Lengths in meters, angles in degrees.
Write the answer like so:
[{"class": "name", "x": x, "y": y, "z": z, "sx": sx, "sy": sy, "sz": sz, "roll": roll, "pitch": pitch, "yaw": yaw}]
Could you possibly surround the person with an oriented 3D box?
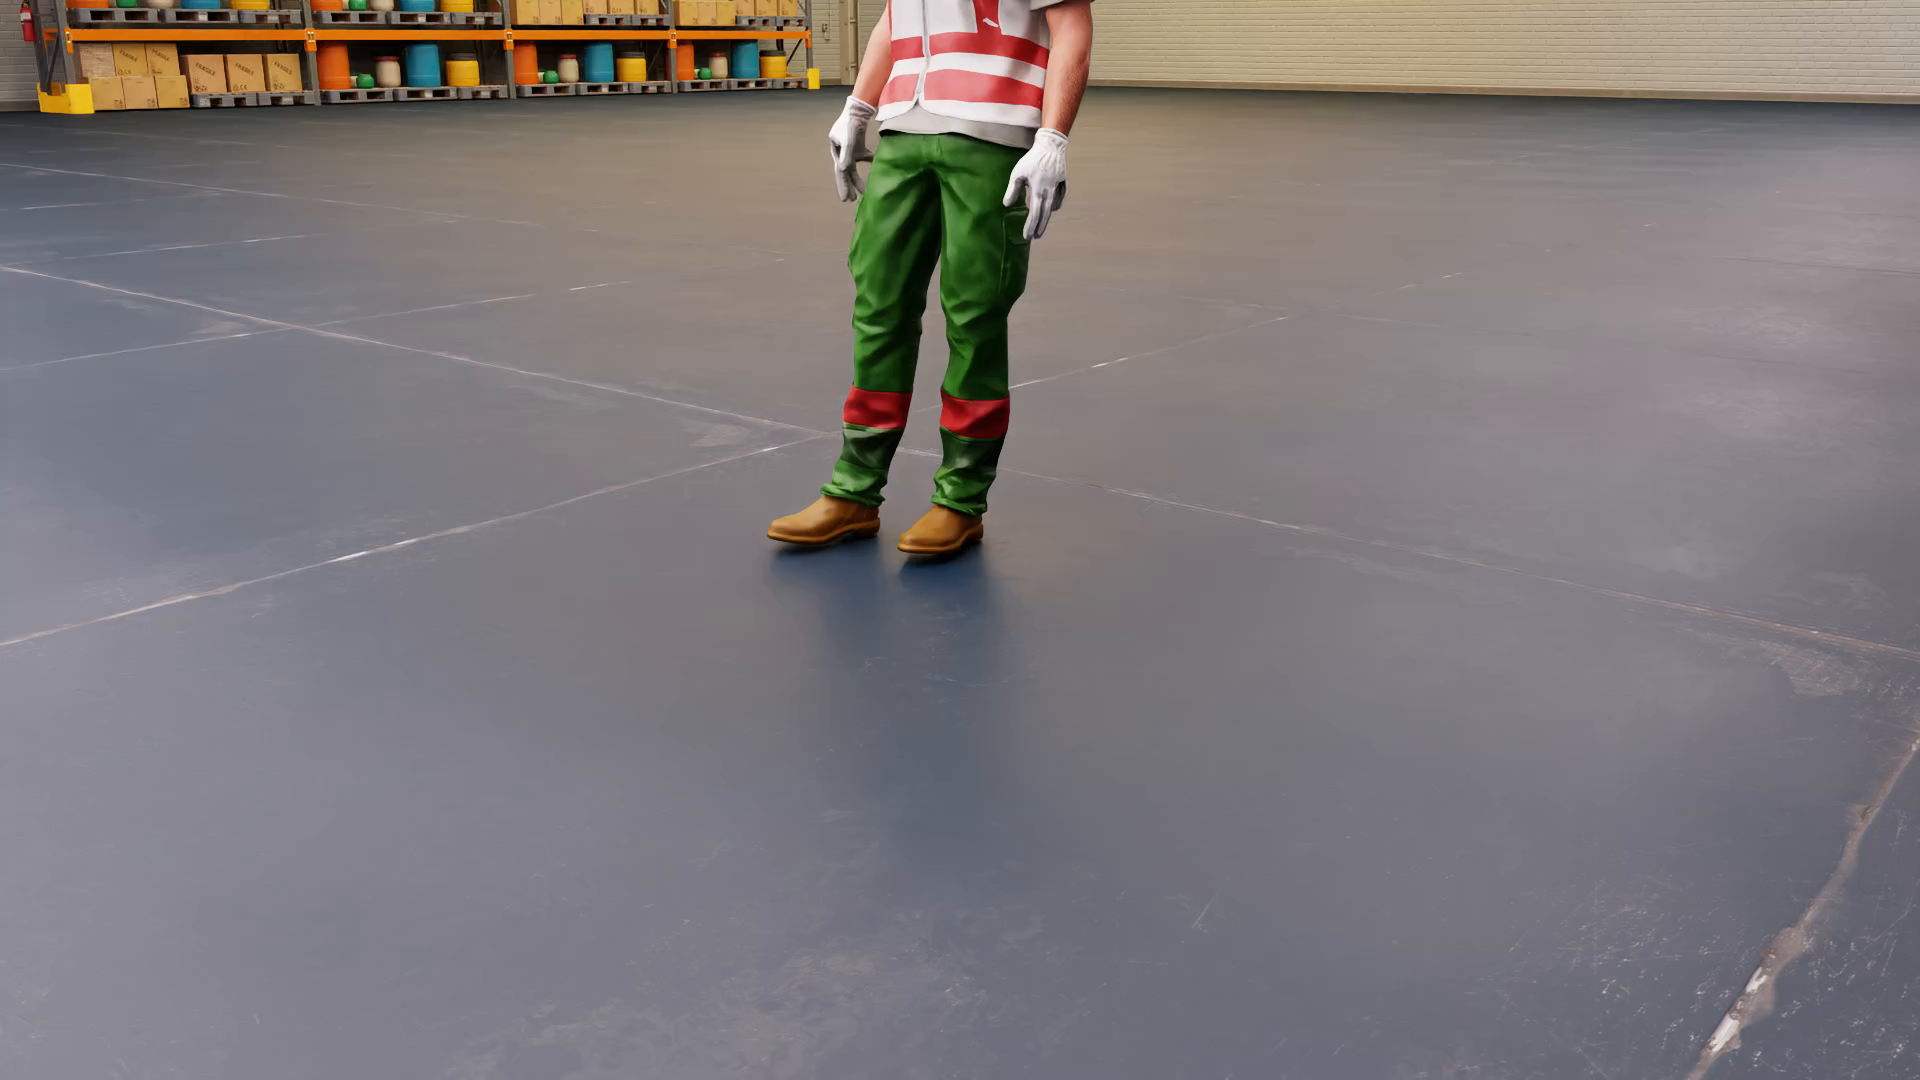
[{"class": "person", "x": -0.060, "y": -0.848, "z": 3.628, "sx": 0.637, "sy": 1.787, "sz": 0.564, "roll": 13, "pitch": 21, "yaw": 37}]
